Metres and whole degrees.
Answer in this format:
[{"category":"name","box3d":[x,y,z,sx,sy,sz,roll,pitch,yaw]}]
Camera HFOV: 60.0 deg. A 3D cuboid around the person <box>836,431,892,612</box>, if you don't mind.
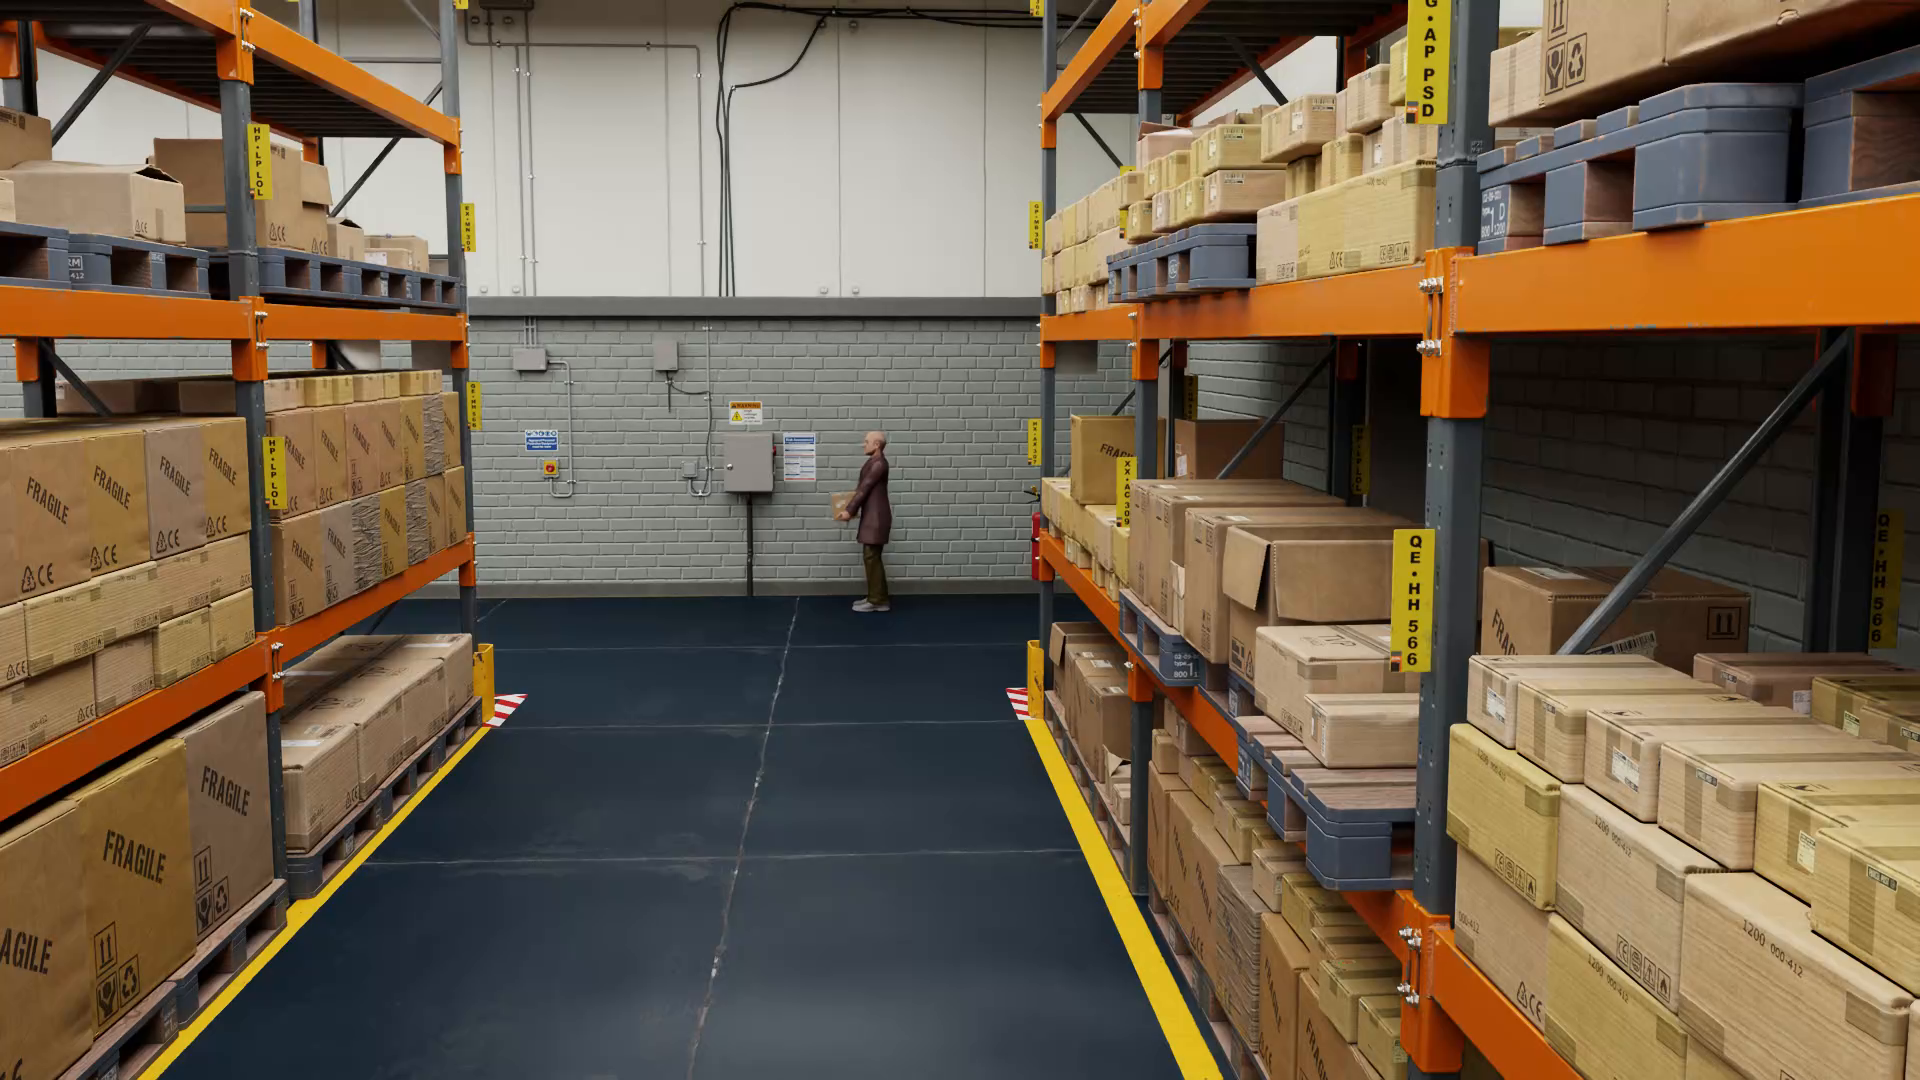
[{"category":"person","box3d":[-0.948,-0.188,16.415,0.552,1.780,0.527,-1,7,-5]}]
